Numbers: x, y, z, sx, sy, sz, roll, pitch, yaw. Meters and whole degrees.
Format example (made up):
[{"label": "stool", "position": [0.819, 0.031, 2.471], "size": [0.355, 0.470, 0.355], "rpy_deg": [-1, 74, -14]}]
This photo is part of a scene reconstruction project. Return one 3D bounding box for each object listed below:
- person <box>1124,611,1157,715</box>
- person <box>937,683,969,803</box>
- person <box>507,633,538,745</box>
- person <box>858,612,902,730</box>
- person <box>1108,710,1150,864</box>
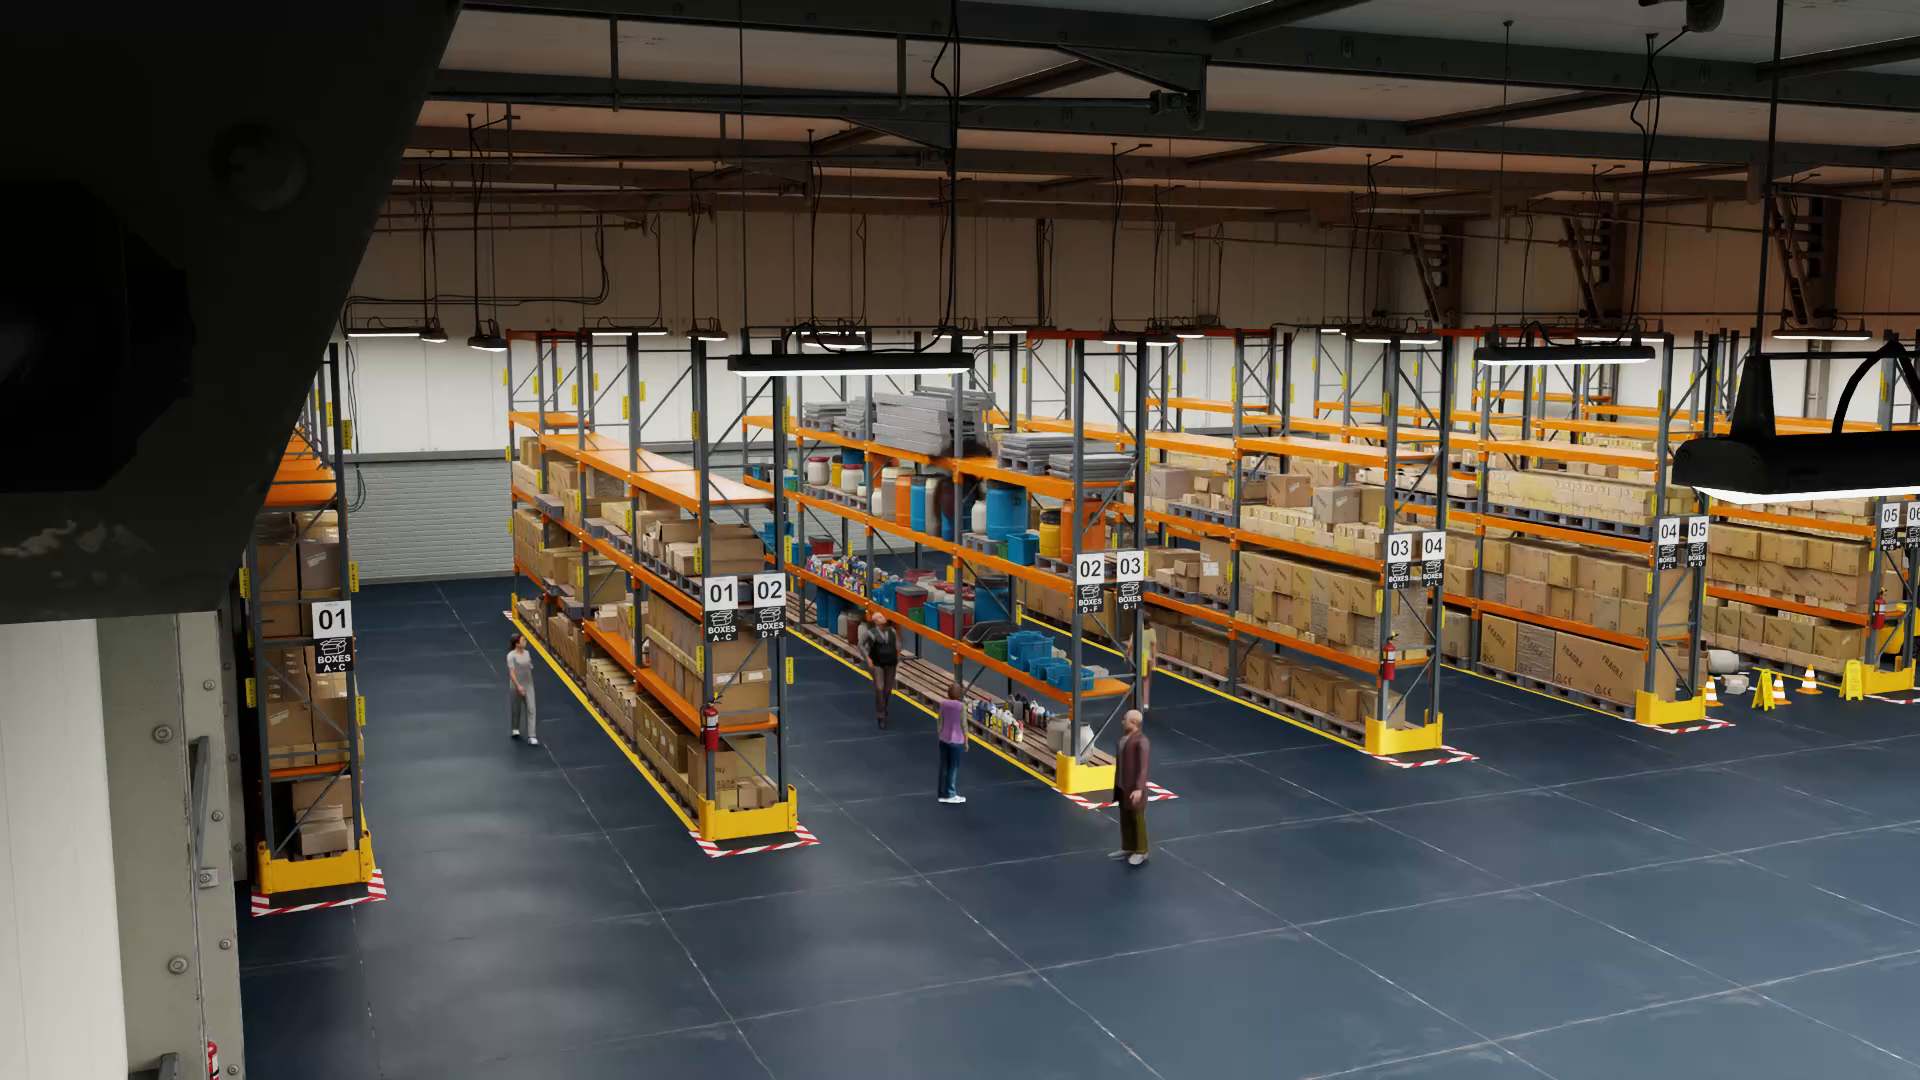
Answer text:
[{"label": "person", "position": [2.852, 1.952, 26.273], "size": [0.515, 1.716, 0.563], "rpy_deg": [0, 8, 2]}, {"label": "person", "position": [-0.109, 2.623, 21.552], "size": [0.474, 1.601, 0.345], "rpy_deg": [6, 10, 38]}, {"label": "person", "position": [-6.496, 2.179, 24.618], "size": [0.395, 1.621, 0.985], "rpy_deg": [-4, 9, -25]}, {"label": "person", "position": [-1.214, 1.981, 25.688], "size": [0.705, 1.746, 0.861], "rpy_deg": [-2, 8, -17]}, {"label": "person", "position": [2.000, 2.849, 19.233], "size": [0.399, 1.803, 0.644], "rpy_deg": [-4, 9, -26]}]
